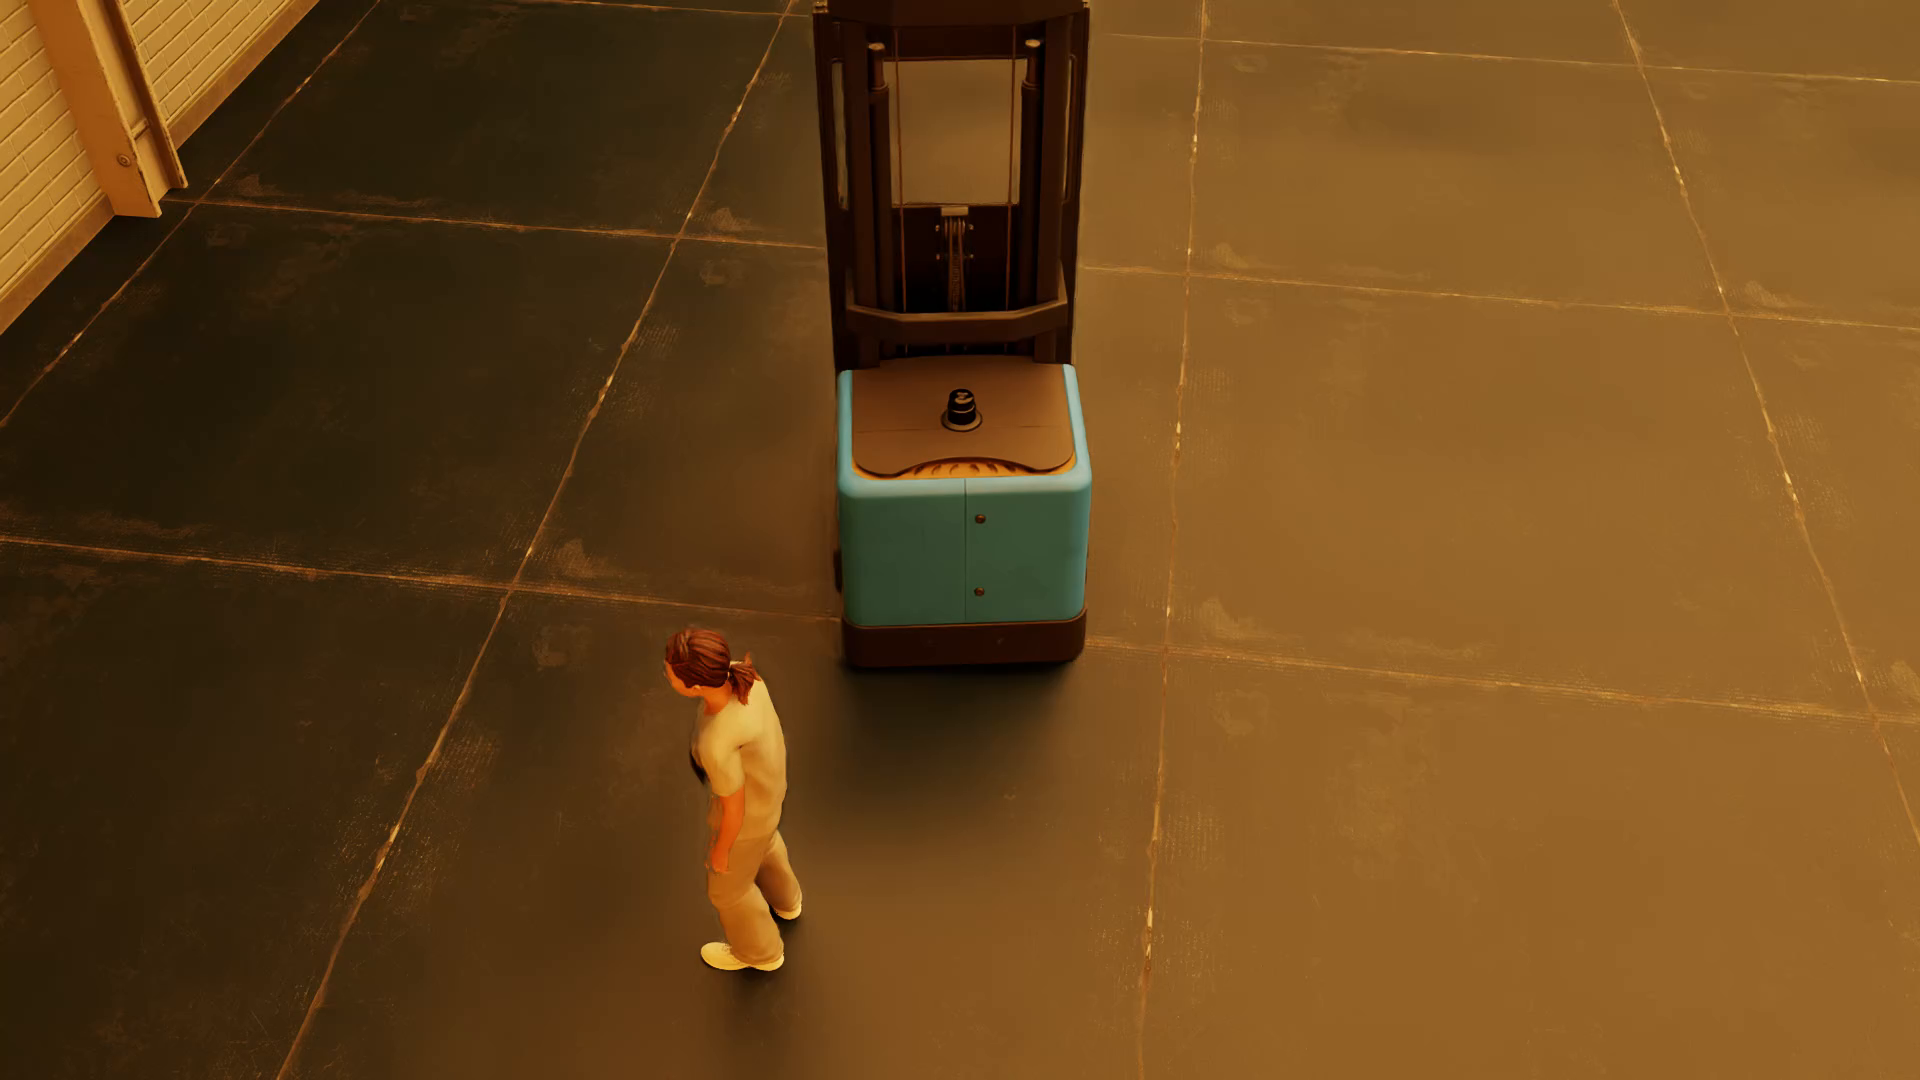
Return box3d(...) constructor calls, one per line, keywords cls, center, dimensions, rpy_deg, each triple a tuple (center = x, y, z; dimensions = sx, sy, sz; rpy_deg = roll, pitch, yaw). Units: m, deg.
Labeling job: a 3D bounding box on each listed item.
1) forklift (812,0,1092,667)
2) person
box3d(cls="forklift", center=(-0.046, -1.512, 7.371), dimensions=(1.130, 2.935, 3.031), rpy_deg=(-2, 43, -2))
box3d(cls="person", center=(-0.770, 0.884, 5.696), dimensions=(0.369, 1.670, 0.540), rpy_deg=(3, 43, 3))
